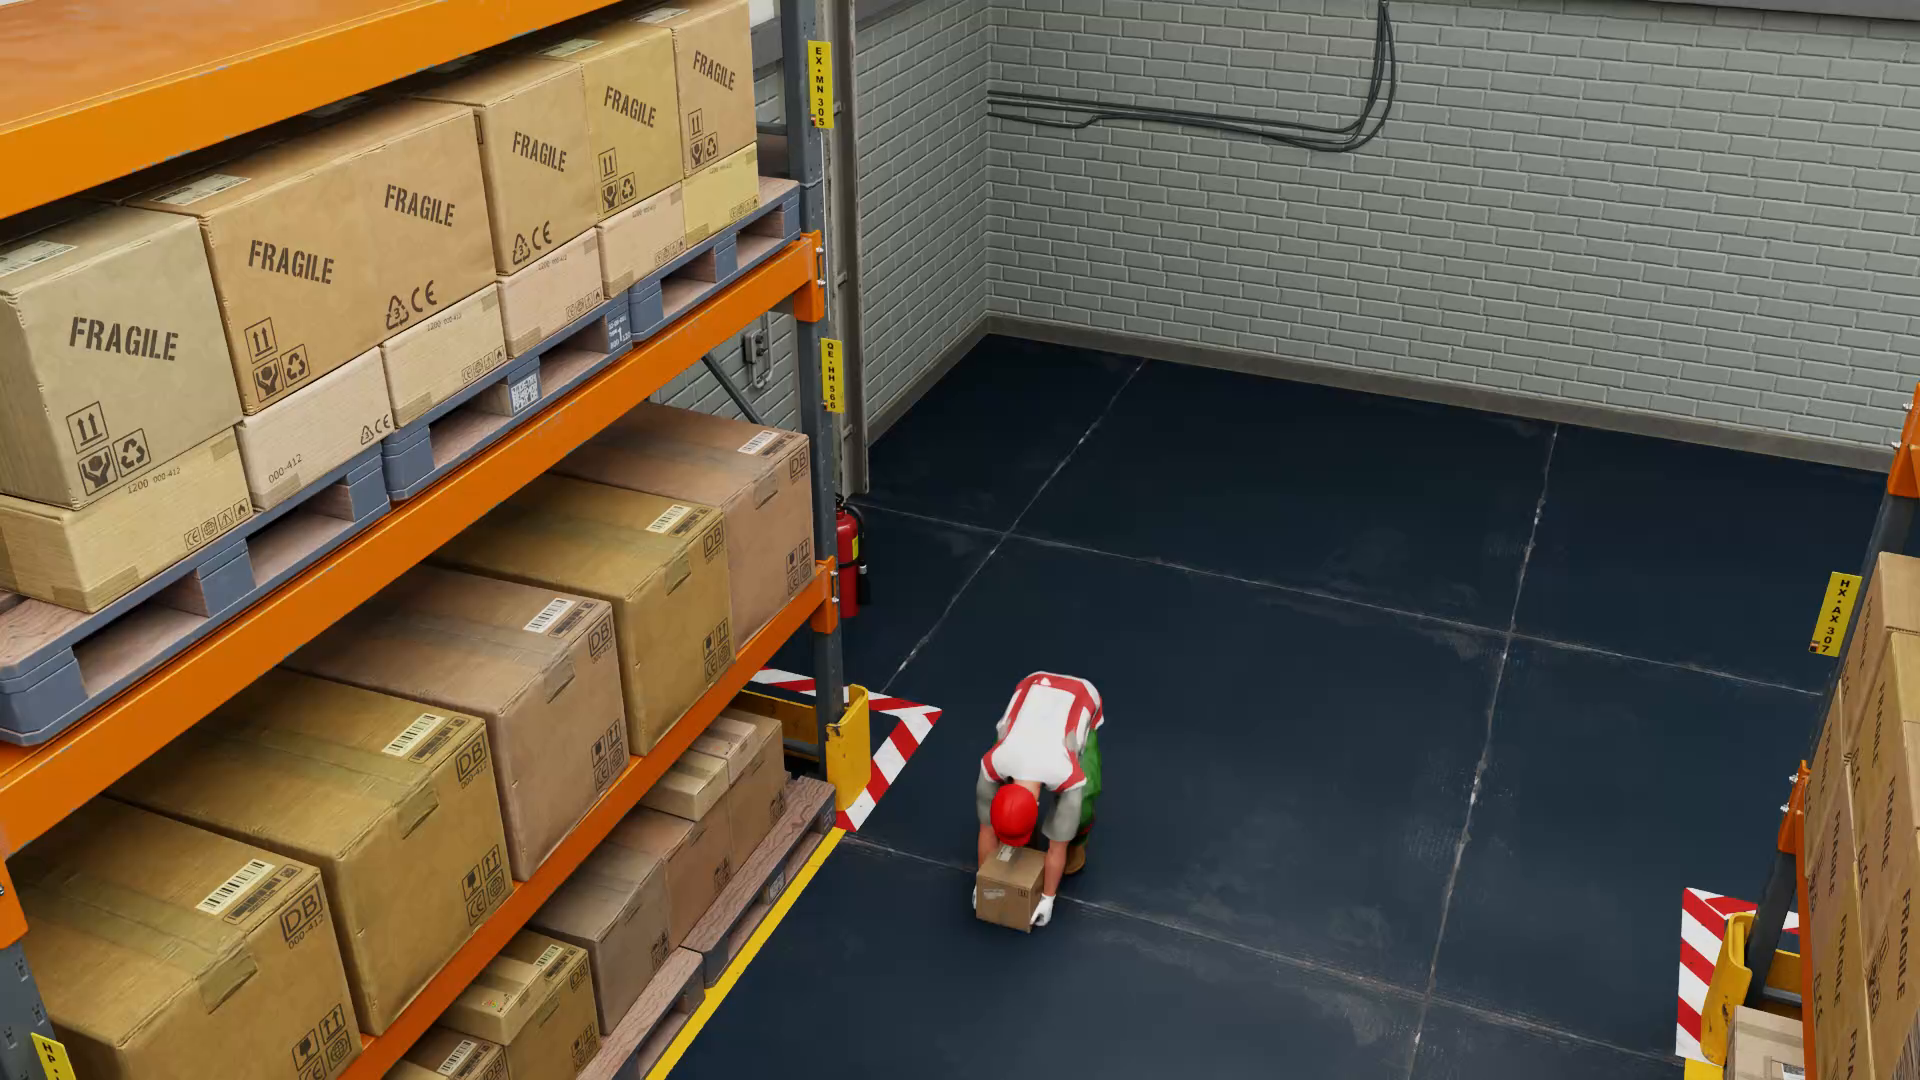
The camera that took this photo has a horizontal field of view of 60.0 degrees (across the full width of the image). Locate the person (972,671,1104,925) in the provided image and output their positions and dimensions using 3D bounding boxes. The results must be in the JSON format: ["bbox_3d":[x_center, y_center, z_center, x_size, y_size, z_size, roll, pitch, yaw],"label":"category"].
[{"bbox_3d":[0.345,1.130,7.323,0.530,0.895,0.962,10,31,17],"label":"person"}]
